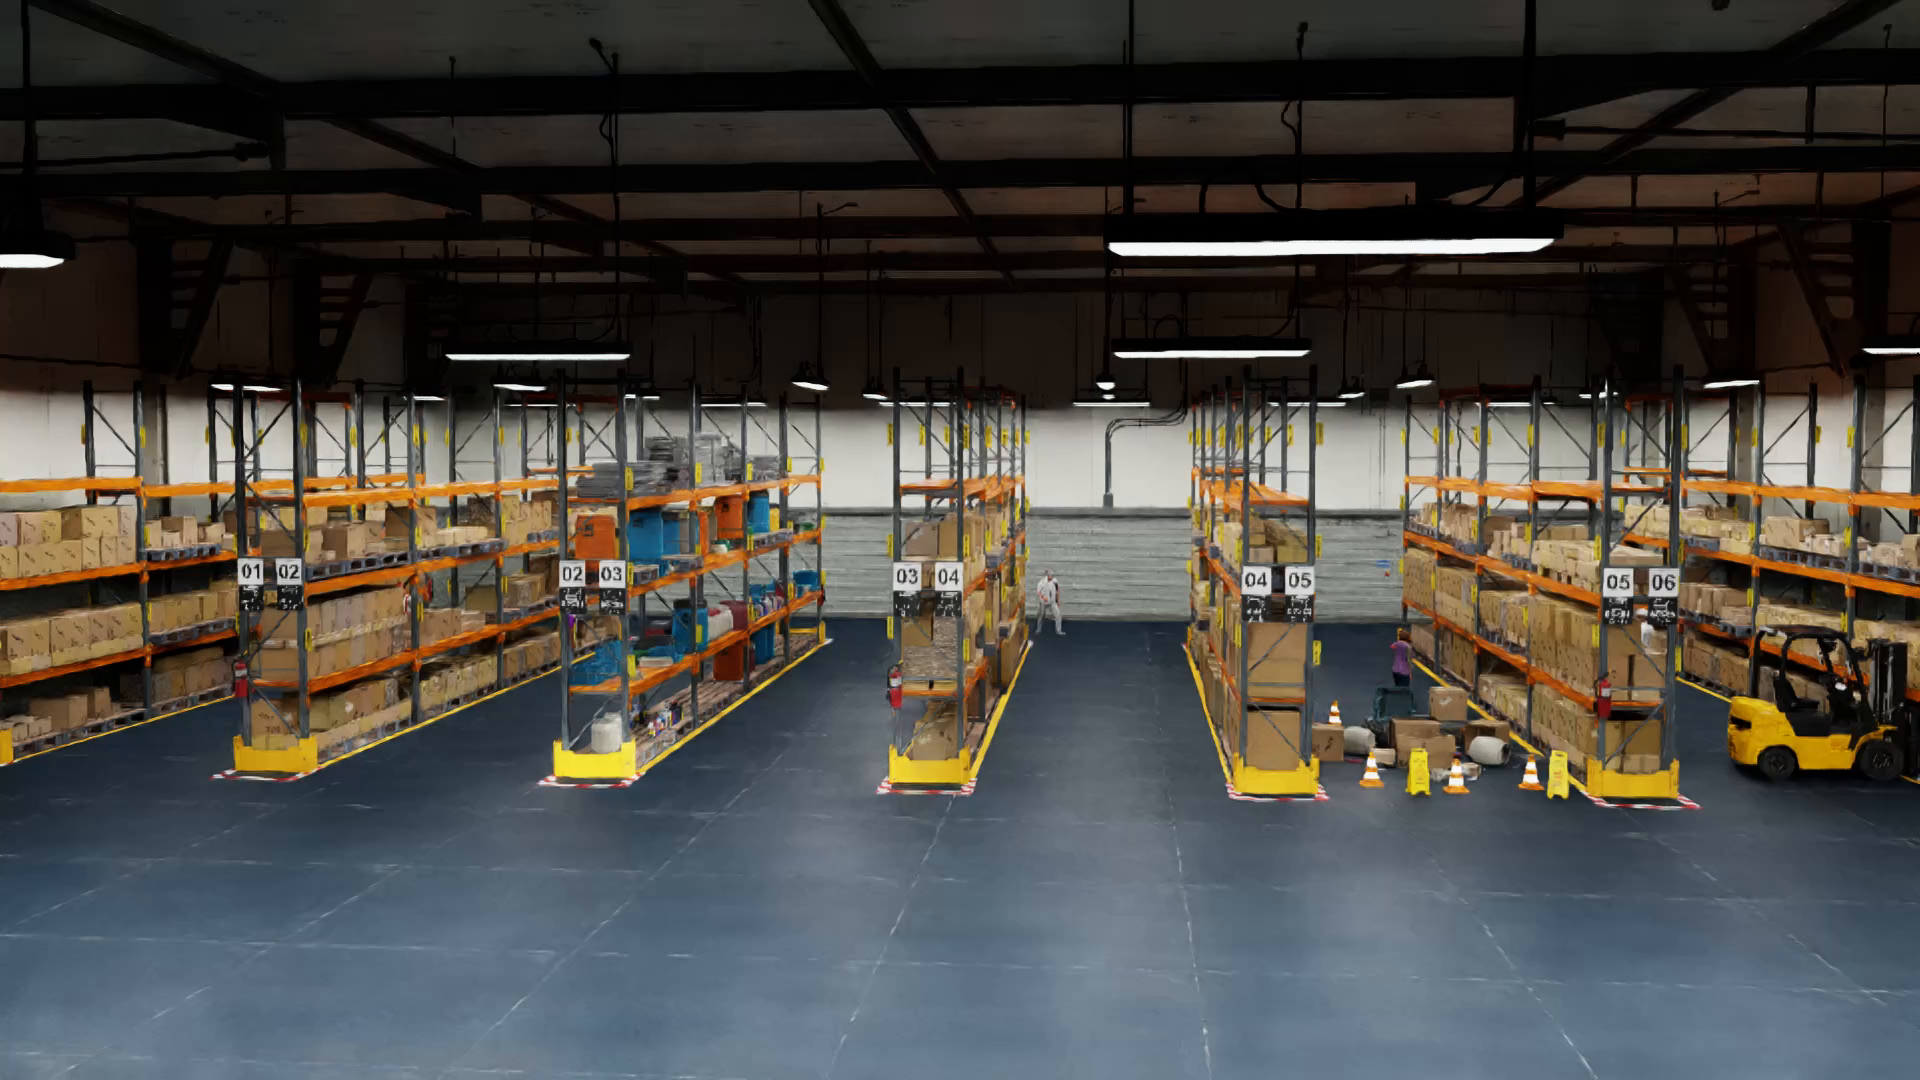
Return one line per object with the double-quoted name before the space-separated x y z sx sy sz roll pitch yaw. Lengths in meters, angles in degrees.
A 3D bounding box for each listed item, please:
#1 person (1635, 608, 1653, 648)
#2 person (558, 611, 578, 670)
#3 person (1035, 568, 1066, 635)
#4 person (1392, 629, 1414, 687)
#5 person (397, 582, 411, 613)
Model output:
"person" 12.792 2.161 31.308 0.574 1.764 0.669 2 4 32
"person" -7.863 2.015 33.586 0.452 1.768 0.632 -2 4 -26
"person" 2.246 1.543 41.957 0.701 1.693 0.857 -1 4 -11
"person" 7.845 2.364 29.362 0.417 1.603 0.505 -2 4 -24
"person" -12.604 1.798 37.593 0.549 1.709 1.128 0 4 3
